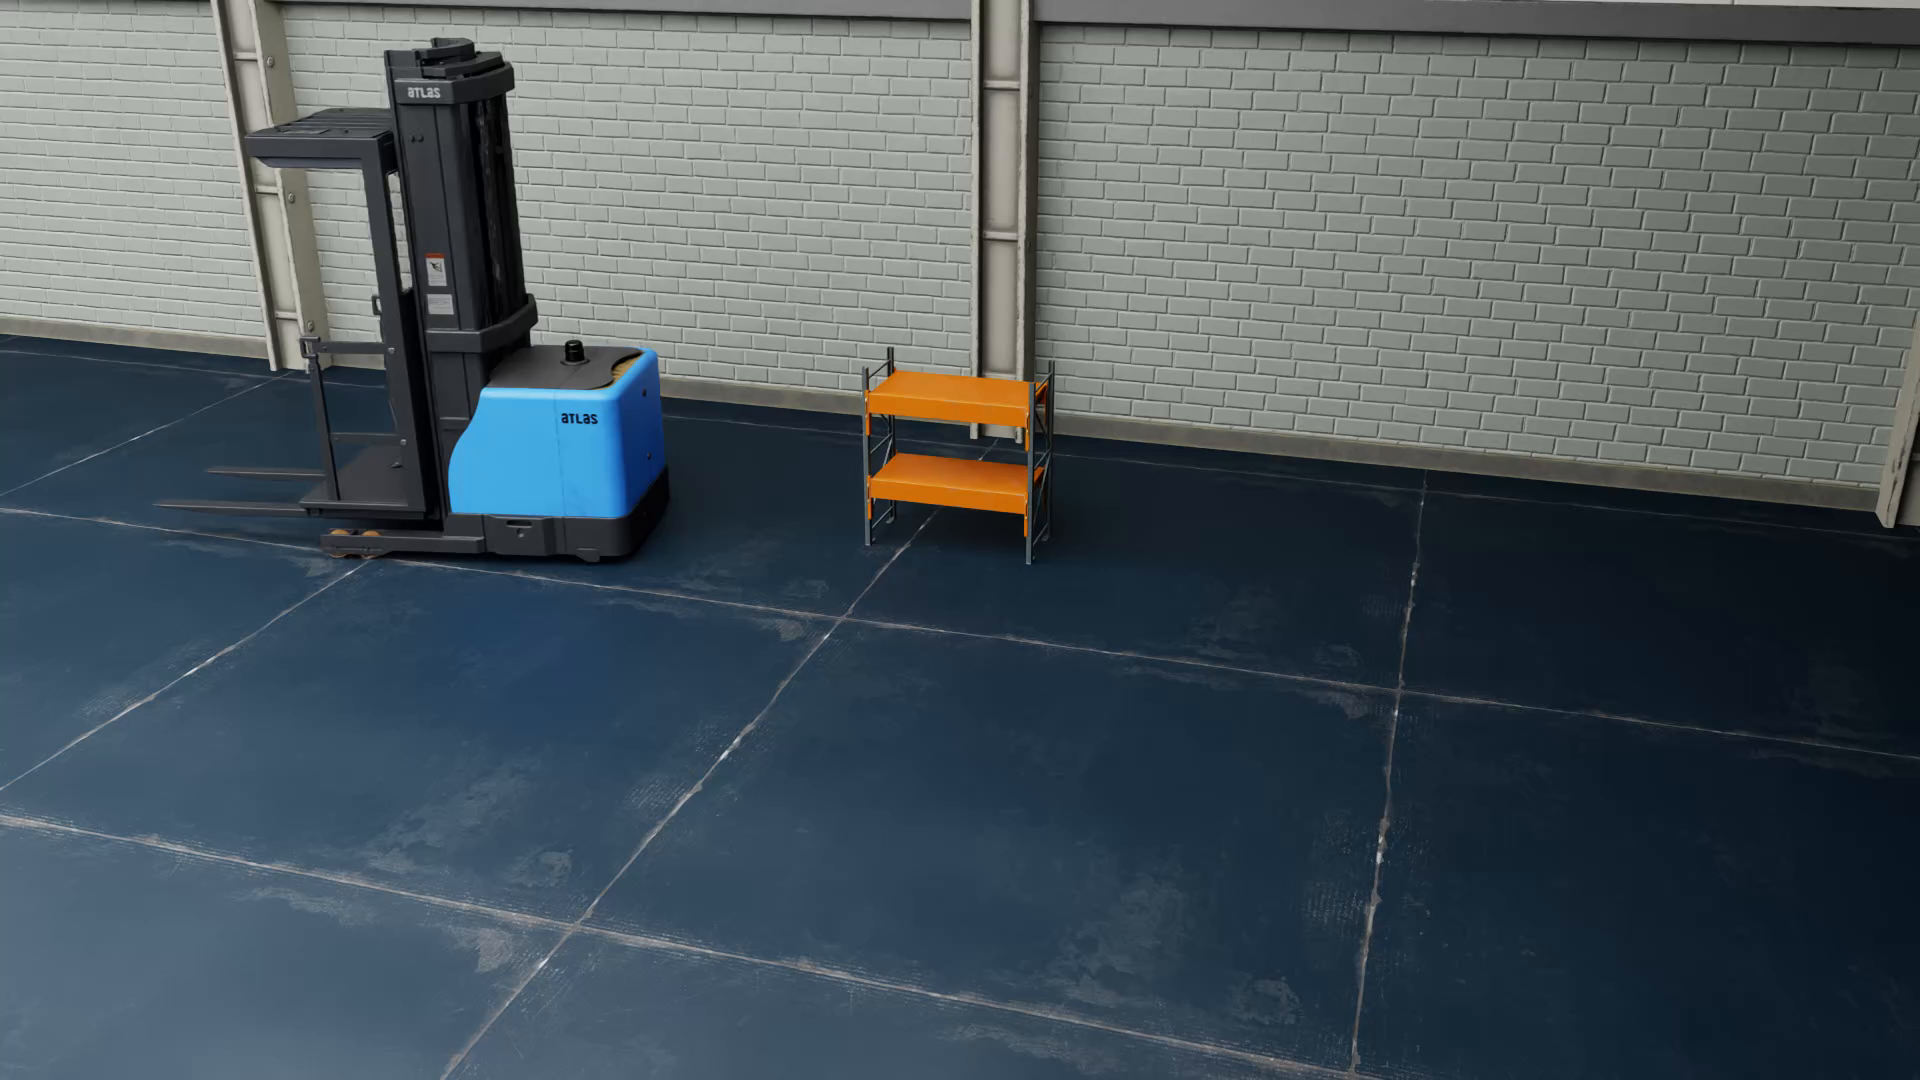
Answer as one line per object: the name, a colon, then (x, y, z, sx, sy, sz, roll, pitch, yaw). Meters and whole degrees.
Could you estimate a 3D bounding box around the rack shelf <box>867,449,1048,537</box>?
rack shelf: (-0.006, -0.295, 10.151, 1.000, 0.278, 0.538, 7, 23, 16)

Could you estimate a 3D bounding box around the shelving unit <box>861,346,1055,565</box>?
shelving unit: (-0.006, -0.521, 10.058, 1.048, 1.125, 0.538, 7, 23, 16)

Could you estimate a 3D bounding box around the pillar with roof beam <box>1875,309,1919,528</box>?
pillar with roof beam: (4.807, -2.714, 5.029, 0.400, 9.000, 9.100, 7, 23, 16)

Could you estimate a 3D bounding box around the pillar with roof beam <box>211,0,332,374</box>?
pillar with roof beam: (-6.681, -4.029, 8.236, 0.400, 9.000, 9.100, 7, 23, 16)

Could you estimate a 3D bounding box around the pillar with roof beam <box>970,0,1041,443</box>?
pillar with roof beam: (-0.937, -3.372, 6.632, 0.400, 9.000, 9.100, 7, 23, 16)

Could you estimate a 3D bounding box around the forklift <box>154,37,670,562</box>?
forklift: (-3.415, -1.439, 9.916, 3.031, 2.935, 1.130, 2, 22, 5)

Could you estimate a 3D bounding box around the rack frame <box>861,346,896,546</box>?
rack frame: (-0.493, -0.577, 10.194, 0.032, 1.125, 0.500, 7, 23, 16)

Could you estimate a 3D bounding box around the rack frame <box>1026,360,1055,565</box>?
rack frame: (0.480, -0.465, 9.922, 0.032, 1.125, 0.500, 7, 23, 16)

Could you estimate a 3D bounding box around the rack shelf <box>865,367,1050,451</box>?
rack shelf: (-0.006, -0.792, 9.947, 1.000, 0.278, 0.538, 7, 23, 16)
